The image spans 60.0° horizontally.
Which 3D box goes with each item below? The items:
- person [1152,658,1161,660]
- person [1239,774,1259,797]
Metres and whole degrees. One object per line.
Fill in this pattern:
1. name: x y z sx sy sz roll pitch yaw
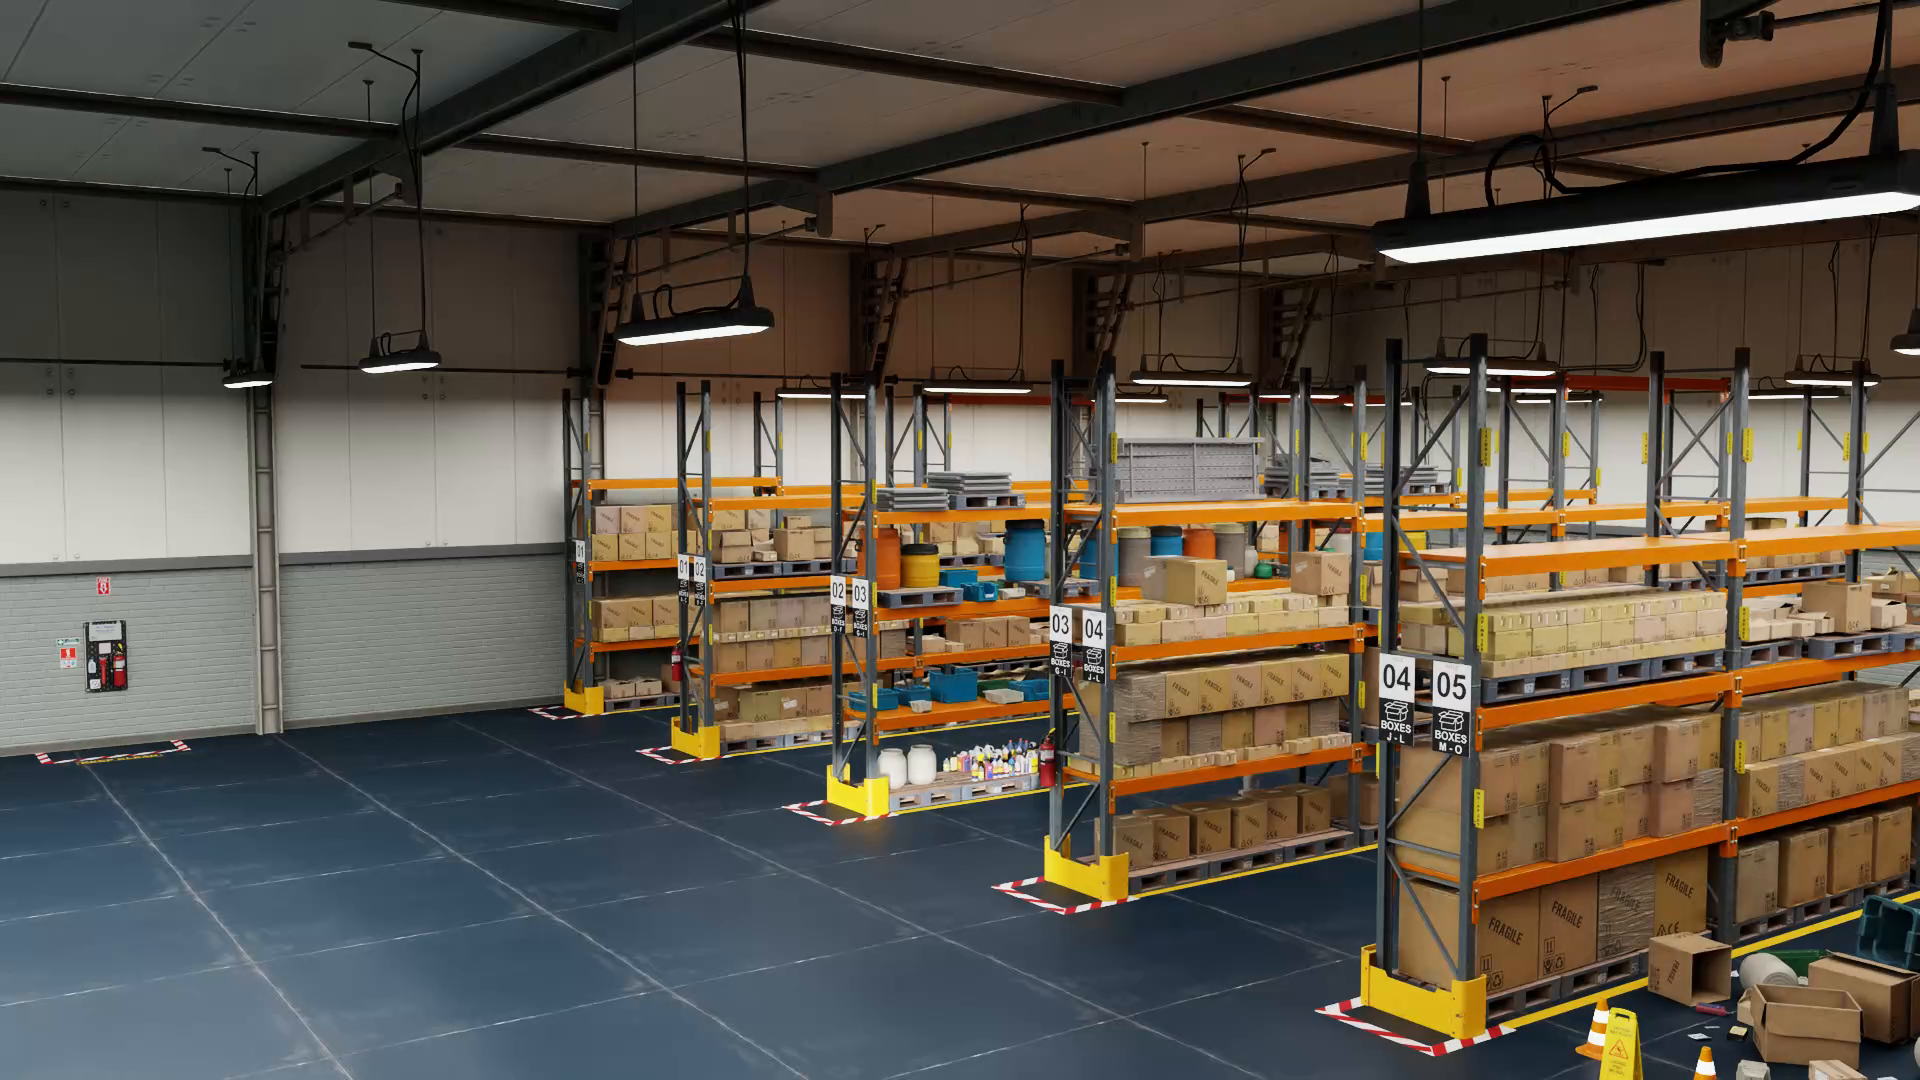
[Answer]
1. person: 3.565 2.418 30.464 0.988 1.576 0.490 -3 4 -35
2. person: 4.049 2.820 23.585 0.387 1.727 0.505 1 4 18
